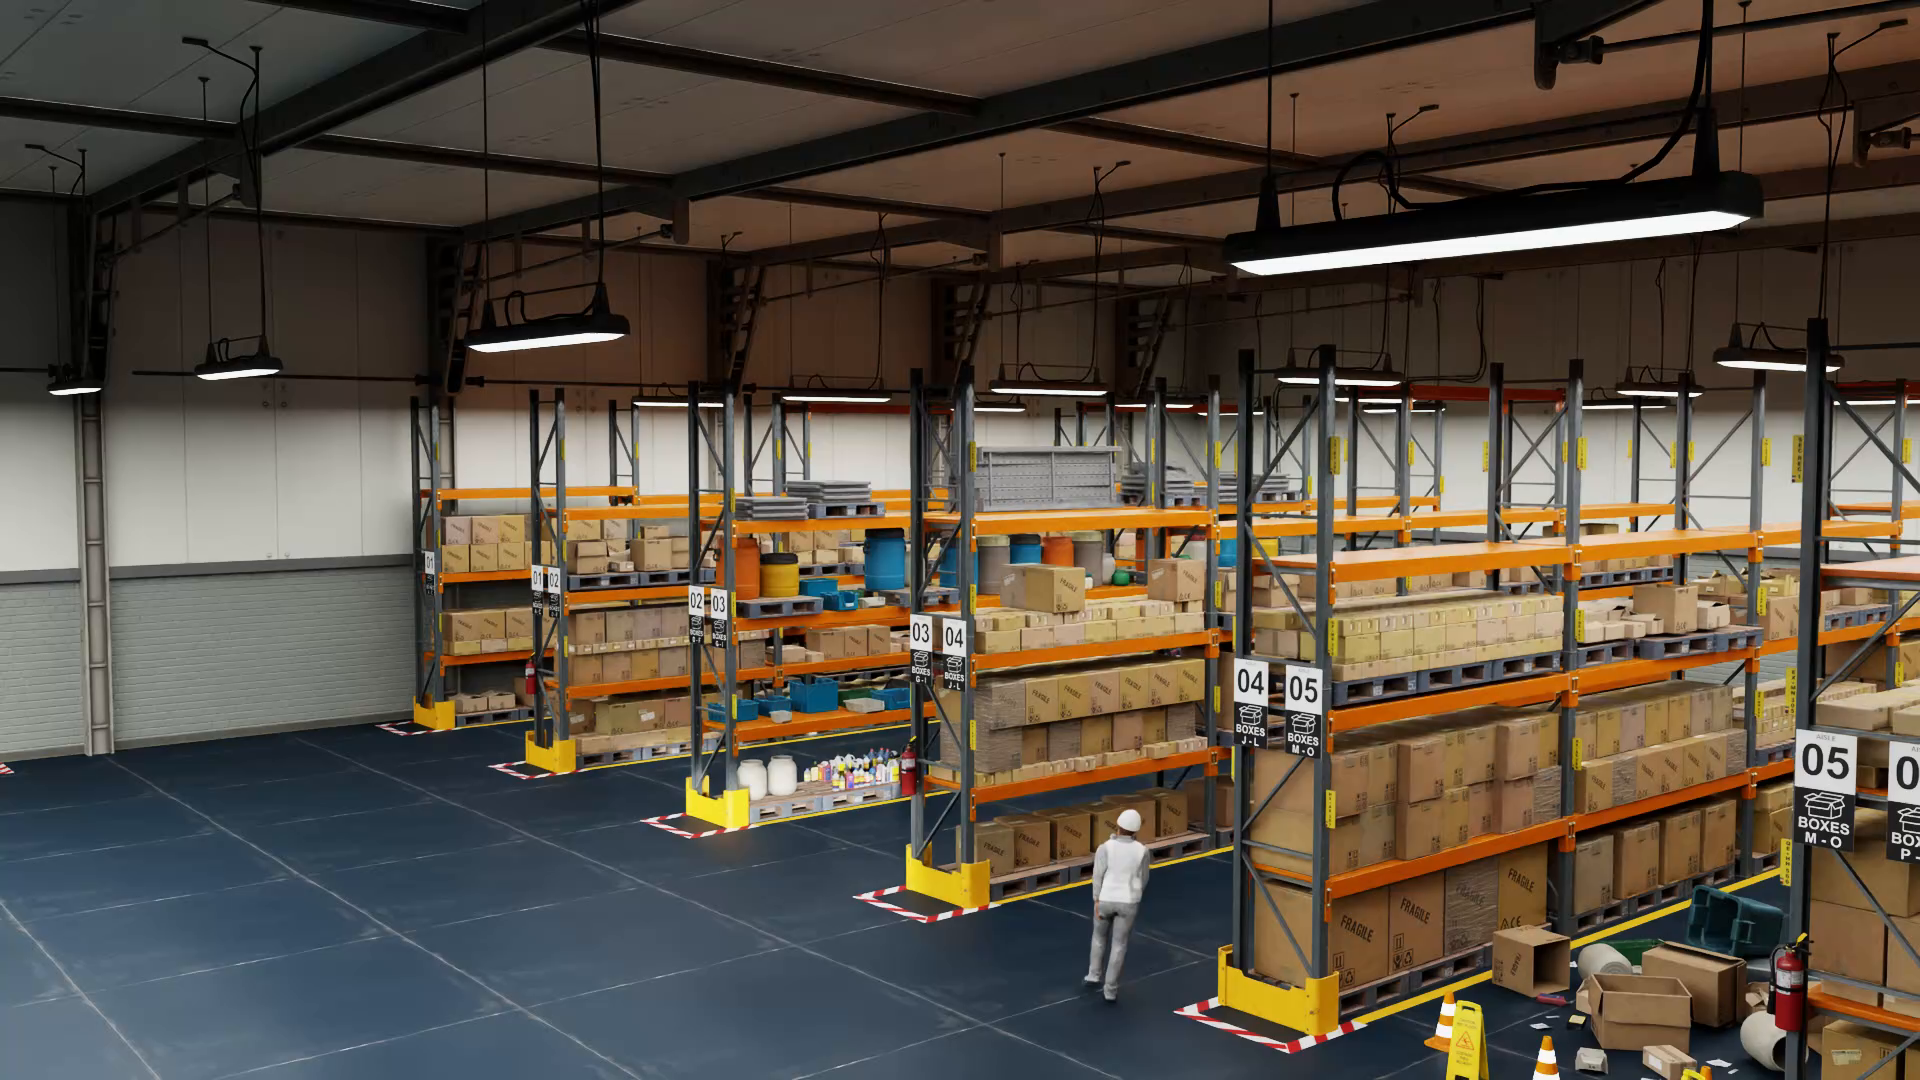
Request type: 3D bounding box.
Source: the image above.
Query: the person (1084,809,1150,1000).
[{"bbox_3d":[1.462,3.374,15.570,0.629,1.767,0.746,1,3,9],"label":"person"}]
